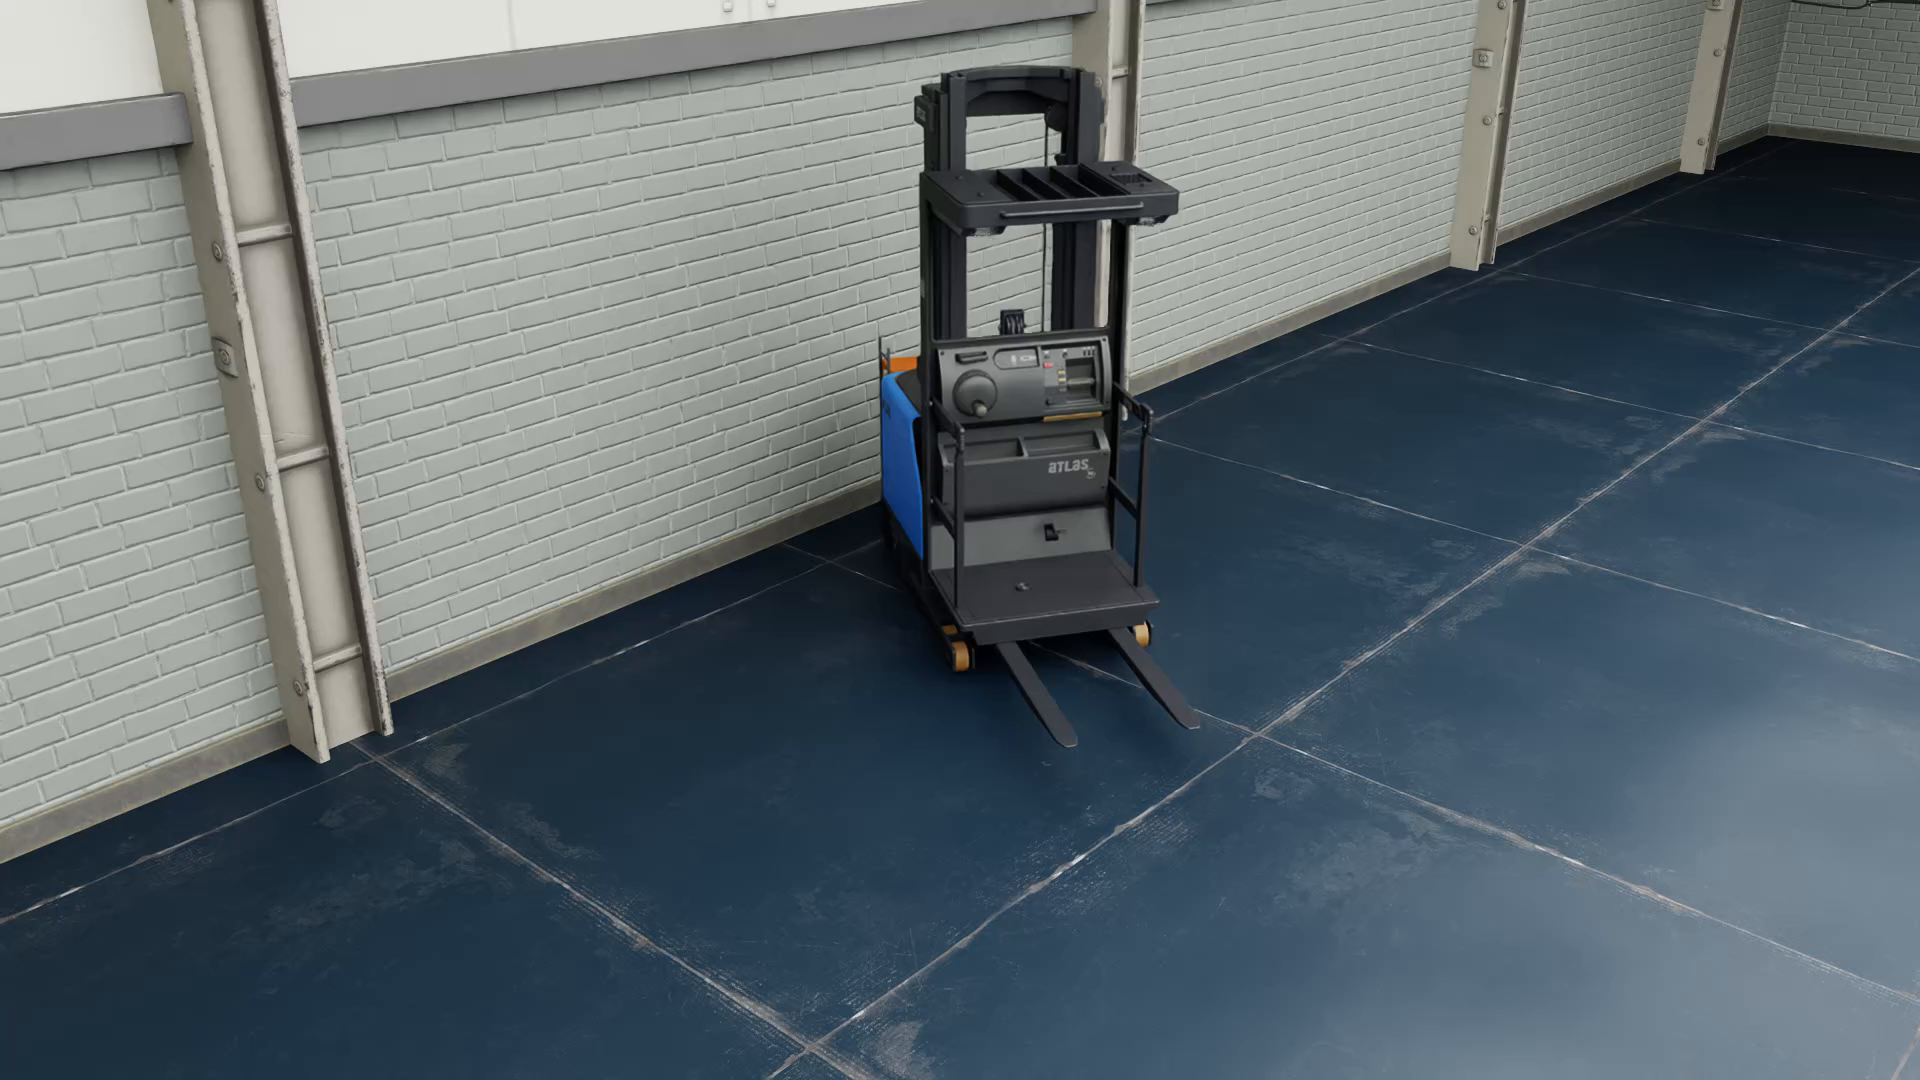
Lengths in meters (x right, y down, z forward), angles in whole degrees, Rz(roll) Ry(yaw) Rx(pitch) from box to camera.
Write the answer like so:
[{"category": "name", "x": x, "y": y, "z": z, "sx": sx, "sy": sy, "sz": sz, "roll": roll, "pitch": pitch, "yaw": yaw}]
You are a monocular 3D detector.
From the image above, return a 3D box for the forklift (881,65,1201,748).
[{"category": "forklift", "x": 0.400, "y": -0.820, "z": 8.497, "sx": 1.130, "sy": 2.935, "sz": 3.031, "roll": -6, "pitch": 25, "yaw": -14}]

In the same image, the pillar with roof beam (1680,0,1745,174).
[{"category": "pillar with roof beam", "x": 12.202, "y": -7.456, "z": 15.880, "sx": 9.100, "sy": 9.000, "sz": 0.400, "roll": 20, "pitch": 31, "yaw": 38}]

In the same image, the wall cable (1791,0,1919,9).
[{"category": "wall cable", "x": 11.947, "y": -7.751, "z": 20.334, "sx": 3.097, "sy": 2.526, "sz": 0.112, "roll": 20, "pitch": 31, "yaw": 38}]

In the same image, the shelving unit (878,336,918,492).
[{"category": "shelving unit", "x": -0.220, "y": -0.665, "z": 10.266, "sx": 0.503, "sy": 1.200, "sz": 0.258, "roll": -7, "pitch": 25, "yaw": -14}]

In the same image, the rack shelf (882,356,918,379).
[{"category": "rack shelf", "x": -0.220, "y": -1.023, "z": 10.105, "sx": 0.480, "sy": 0.148, "sz": 0.258, "roll": -7, "pitch": 25, "yaw": -14}]

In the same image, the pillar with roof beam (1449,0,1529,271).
[{"category": "pillar with roof beam", "x": 8.197, "y": -5.628, "z": 11.803, "sx": 9.100, "sy": 9.000, "sz": 0.400, "roll": 20, "pitch": 31, "yaw": 38}]

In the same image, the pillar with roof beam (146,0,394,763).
[{"category": "pillar with roof beam", "x": 0.188, "y": -1.972, "z": 3.649, "sx": 9.100, "sy": 9.000, "sz": 0.400, "roll": 20, "pitch": 31, "yaw": 38}]

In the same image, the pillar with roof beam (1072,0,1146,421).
[{"category": "pillar with roof beam", "x": 4.193, "y": -3.800, "z": 7.726, "sx": 9.100, "sy": 9.000, "sz": 0.400, "roll": 20, "pitch": 31, "yaw": 38}]

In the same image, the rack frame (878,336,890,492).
[{"category": "rack frame", "x": -0.455, "y": -0.637, "z": 10.205, "sx": 0.015, "sy": 1.200, "sz": 0.240, "roll": -7, "pitch": 25, "yaw": -14}]
